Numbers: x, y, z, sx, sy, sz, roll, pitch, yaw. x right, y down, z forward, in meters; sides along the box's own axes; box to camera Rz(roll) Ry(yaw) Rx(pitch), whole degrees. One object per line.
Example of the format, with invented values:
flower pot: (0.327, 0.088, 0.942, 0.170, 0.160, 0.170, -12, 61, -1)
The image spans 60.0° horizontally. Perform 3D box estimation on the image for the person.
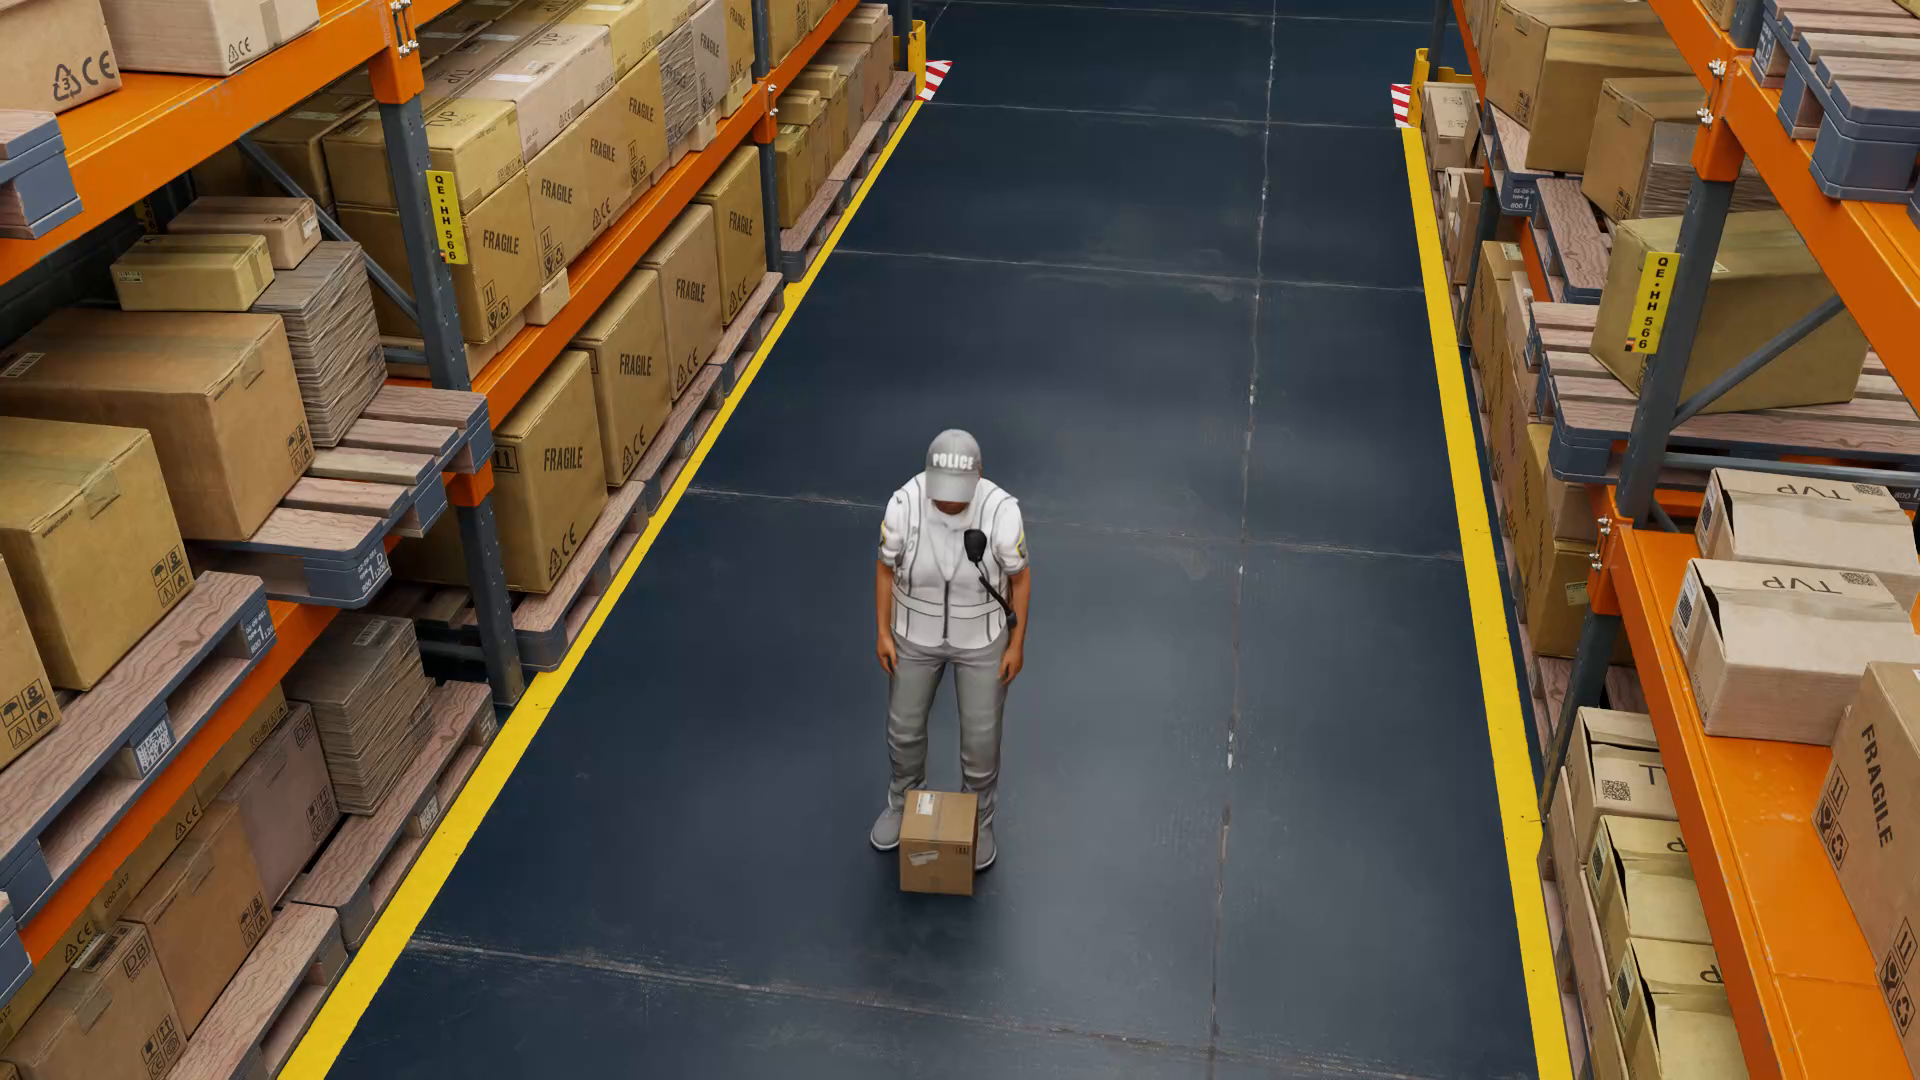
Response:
person: (-0.042, 0.343, 5.596, 0.541, 1.665, 0.465, 4, 33, 6)
